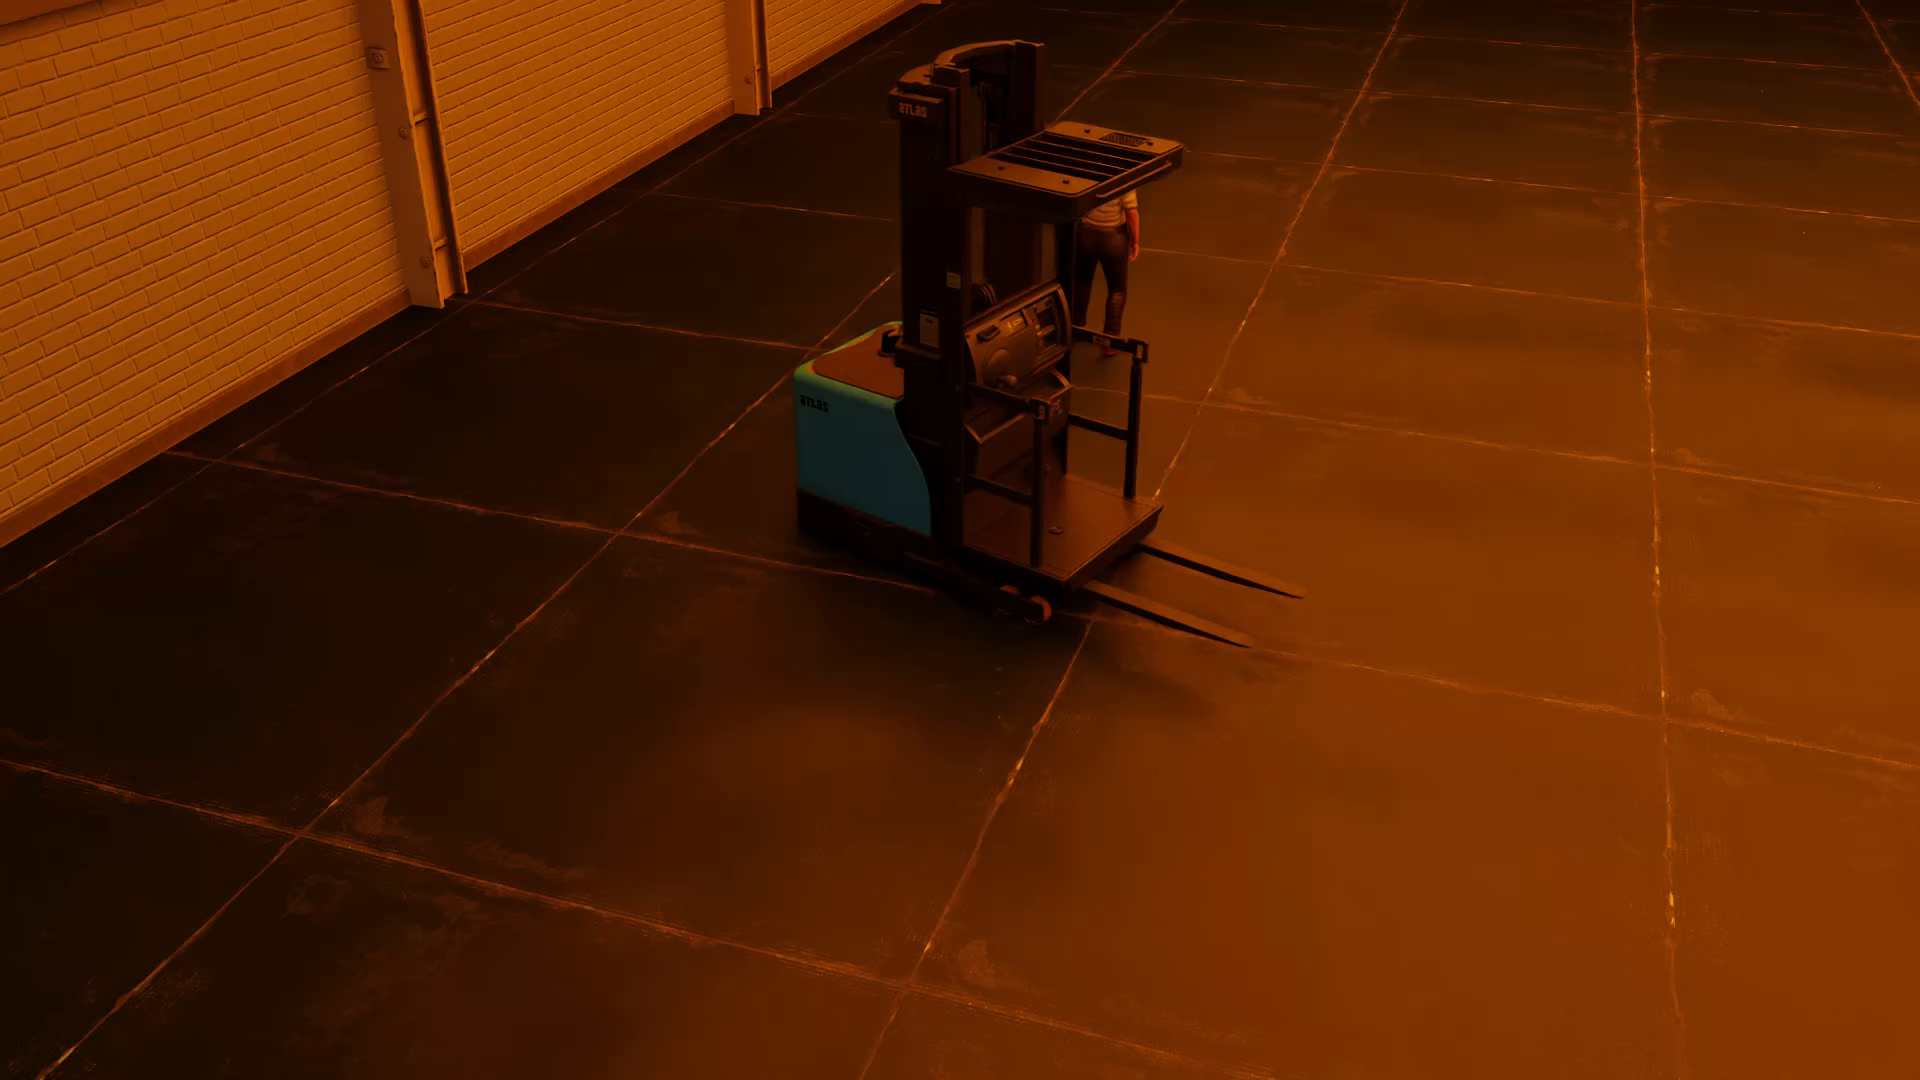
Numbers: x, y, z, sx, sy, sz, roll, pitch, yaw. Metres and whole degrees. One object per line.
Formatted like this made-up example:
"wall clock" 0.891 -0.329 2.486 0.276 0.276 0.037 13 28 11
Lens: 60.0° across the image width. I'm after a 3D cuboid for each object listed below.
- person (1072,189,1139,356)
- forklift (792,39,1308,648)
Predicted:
"person" 1.059 -2.200 12.329 0.562 1.671 0.447 11 31 18
"forklift" 0.494 -1.096 9.059 3.031 2.935 1.130 20 35 31
